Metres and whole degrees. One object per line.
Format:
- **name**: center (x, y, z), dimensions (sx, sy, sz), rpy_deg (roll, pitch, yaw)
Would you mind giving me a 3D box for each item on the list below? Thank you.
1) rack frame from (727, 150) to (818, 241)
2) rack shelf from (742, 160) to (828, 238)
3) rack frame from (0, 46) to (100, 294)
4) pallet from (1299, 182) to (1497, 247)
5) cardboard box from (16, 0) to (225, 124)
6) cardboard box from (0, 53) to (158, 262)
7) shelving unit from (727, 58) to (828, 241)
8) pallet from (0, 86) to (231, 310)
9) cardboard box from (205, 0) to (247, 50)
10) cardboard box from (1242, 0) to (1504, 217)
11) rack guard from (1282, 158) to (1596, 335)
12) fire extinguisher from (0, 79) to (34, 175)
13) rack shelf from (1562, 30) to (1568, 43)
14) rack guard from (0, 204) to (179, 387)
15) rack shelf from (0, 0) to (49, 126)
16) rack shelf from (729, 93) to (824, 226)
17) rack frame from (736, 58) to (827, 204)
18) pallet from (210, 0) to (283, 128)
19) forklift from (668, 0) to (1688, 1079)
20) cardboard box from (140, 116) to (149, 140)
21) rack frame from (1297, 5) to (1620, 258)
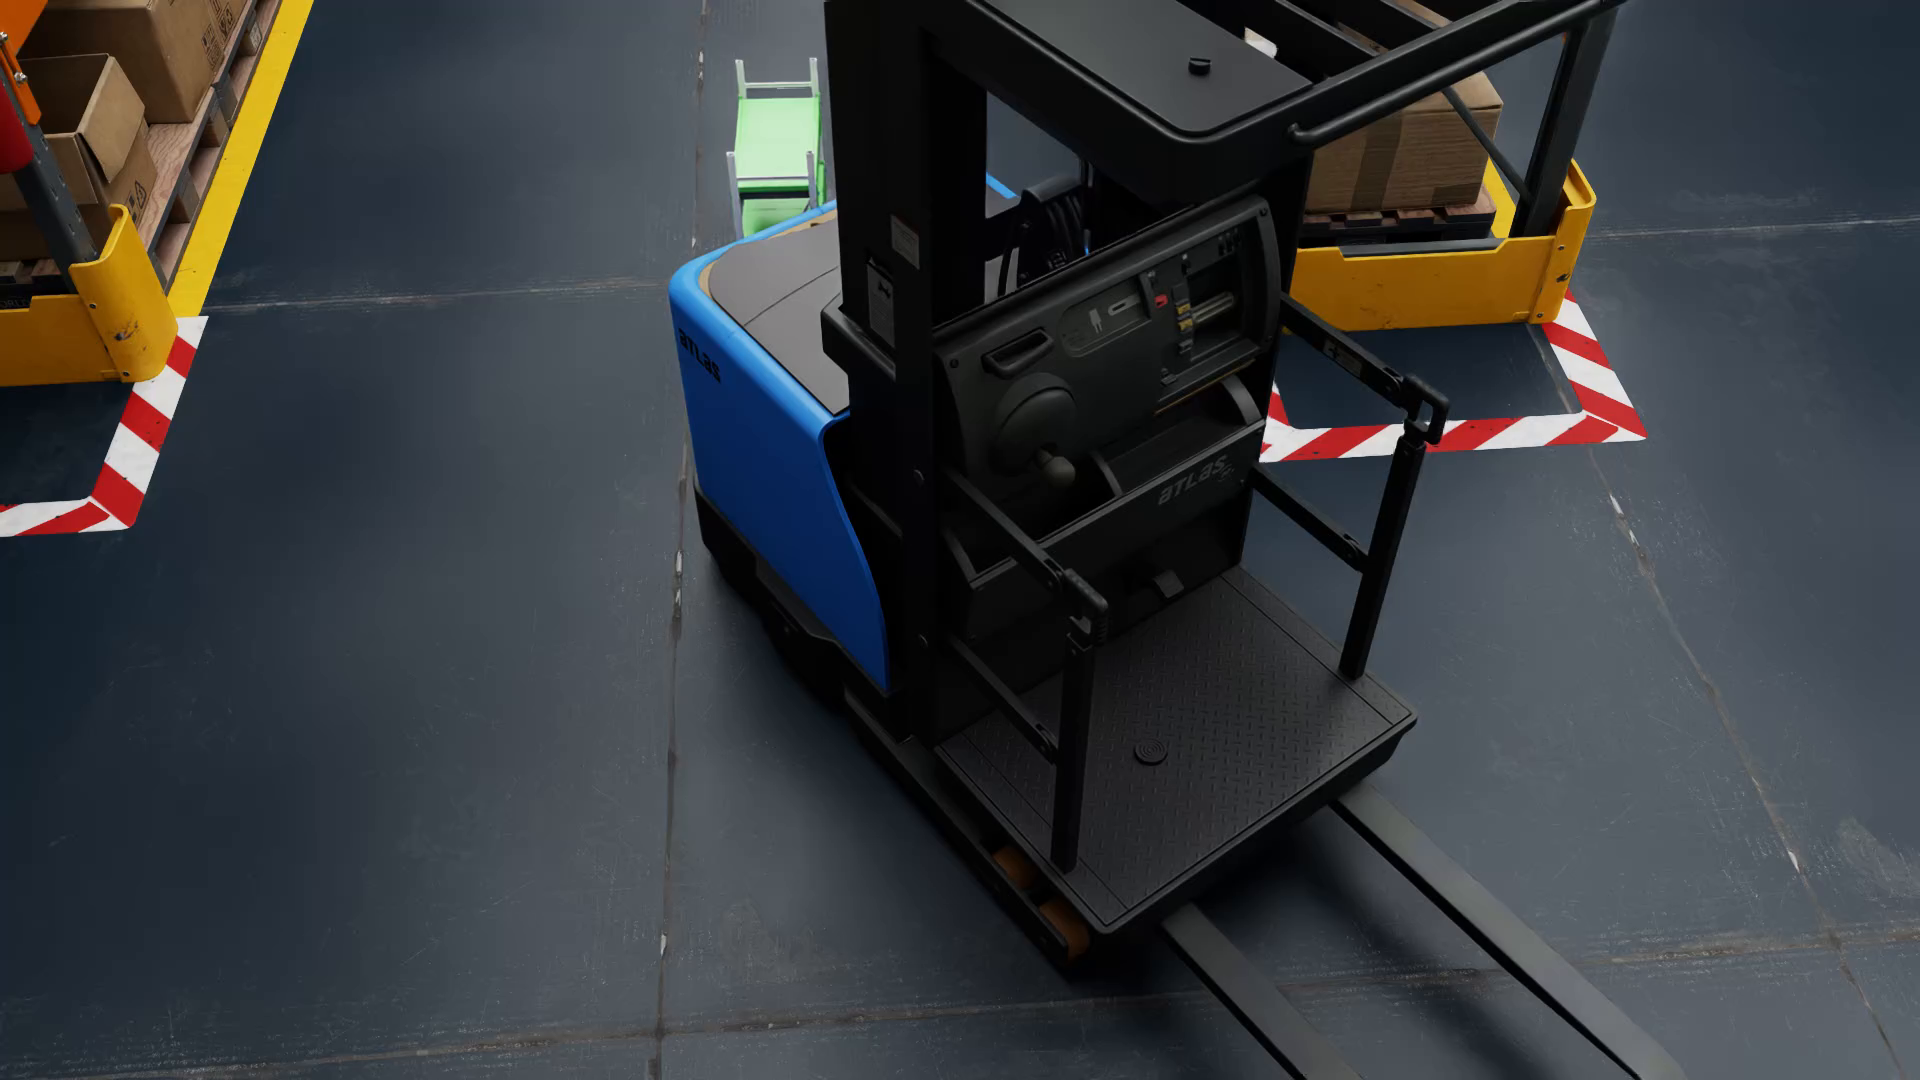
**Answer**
- **rack frame**: center (-0.527, -0.662, 5.051), dimensions (0.240, 1.200, 0.015), rpy_deg (-2, 47, -2)
- **rack shelf**: center (-0.537, -0.960, 5.091), dimensions (0.258, 0.148, 0.480), rpy_deg (-2, 47, -2)
- **rack frame**: center (-3.372, -1.617, 4.716), dimensions (1.000, 3.000, 0.127), rpy_deg (-3, 47, -3)
- **pallet**: center (1.430, -1.537, 6.560), dimensions (1.003, 0.211, 1.213), rpy_deg (-3, 47, -3)
- **cardboard box**: center (-3.361, -1.971, 6.484), dimensions (0.700, 0.500, 0.500), rpy_deg (-2, 47, -2)
- **cardboard box**: center (-3.328, -1.352, 5.894), dimensions (0.797, 0.503, 0.637), rpy_deg (-5, 47, -5)
- **shelving unit**: center (-0.537, -0.839, 5.218), dimensions (0.258, 1.200, 0.503), rpy_deg (-2, 47, -2)
- **pallet**: center (-3.446, -1.290, 6.327), dimensions (1.003, 0.211, 1.213), rpy_deg (-3, 47, -3)
- **cardboard box**: center (-3.306, -2.360, 6.852), dimensions (0.500, 0.500, 0.500), rpy_deg (-3, 47, -3)
- **cardboard box**: center (1.420, -1.657, 6.228), dimensions (0.875, 0.438, 0.875), rpy_deg (-5, 47, -5)
- **rack guard**: center (1.576, -1.045, 5.895), dimensions (1.175, 0.500, 0.348), rpy_deg (-3, 47, -3)
- **fire extinguisher**: center (-2.899, -1.384, 4.805), dimensions (0.296, 0.674, 0.183), rpy_deg (-3, 47, -3)
- **rack shelf**: center (1.407, -3.122, 6.636), dimensions (1.077, 0.370, 4.000), rpy_deg (-3, 47, -3)
- **rack guard**: center (-3.378, -0.813, 5.676), dimensions (1.175, 0.500, 0.348), rpy_deg (-3, 47, -3)
- **rack shelf**: center (-3.539, -2.817, 6.348), dimensions (1.077, 0.370, 4.000), rpy_deg (-3, 47, -3)
- **rack shelf**: center (-0.537, -1.125, 4.916), dimensions (0.258, 0.148, 0.480), rpy_deg (-2, 47, -2)
- **rack frame**: center (-0.548, -1.016, 5.386), dimensions (0.240, 1.200, 0.015), rpy_deg (-2, 47, -2)
- **pallet**: center (-3.545, -2.171, 7.161), dimensions (1.003, 0.211, 1.213), rpy_deg (-3, 47, -3)
- **forklift**: center (0.483, -0.348, 3.561), dimensions (1.130, 2.935, 3.031), rpy_deg (-29, 53, -24)
- **cardboard box**: center (-3.325, -1.540, 6.316), dimensions (0.380, 0.149, 0.250), rpy_deg (-5, 47, -5)
- **rack frame**: center (1.574, -1.922, 5.004), dimensions (1.000, 3.000, 0.127), rpy_deg (-3, 47, -3)
